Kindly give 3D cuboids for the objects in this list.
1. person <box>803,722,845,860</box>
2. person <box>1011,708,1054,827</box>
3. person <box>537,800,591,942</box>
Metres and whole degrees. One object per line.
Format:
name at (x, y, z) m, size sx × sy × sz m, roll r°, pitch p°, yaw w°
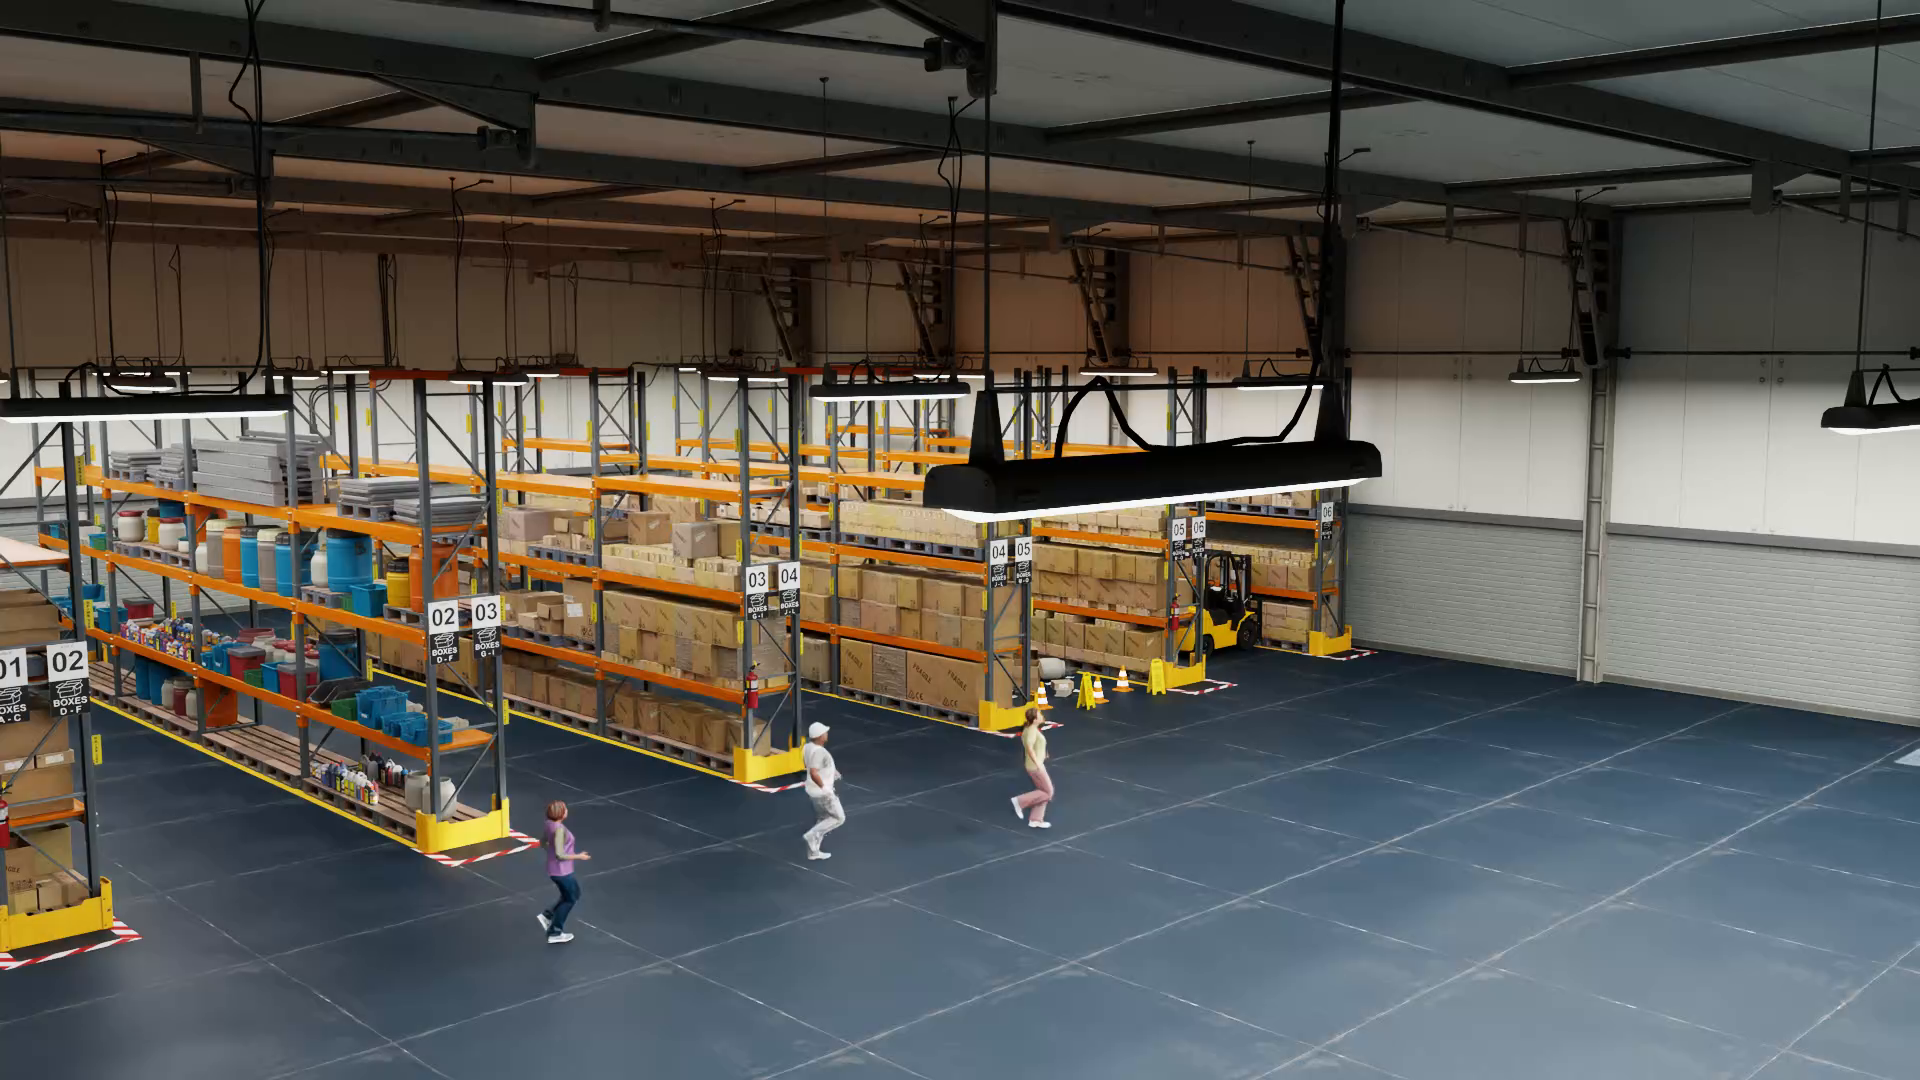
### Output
person at (-1.715, 3.131, 20.761) m, size 0.592 × 1.737 × 0.683 m, roll -3°, pitch 7°, yaw -23°
person at (0.951, 3.038, 22.160) m, size 0.563 × 1.628 × 0.616 m, roll -1°, pitch 6°, yaw -7°
person at (-4.260, 3.547, 17.855) m, size 0.549 × 1.554 × 0.528 m, roll -3°, pitch 7°, yaw -25°
